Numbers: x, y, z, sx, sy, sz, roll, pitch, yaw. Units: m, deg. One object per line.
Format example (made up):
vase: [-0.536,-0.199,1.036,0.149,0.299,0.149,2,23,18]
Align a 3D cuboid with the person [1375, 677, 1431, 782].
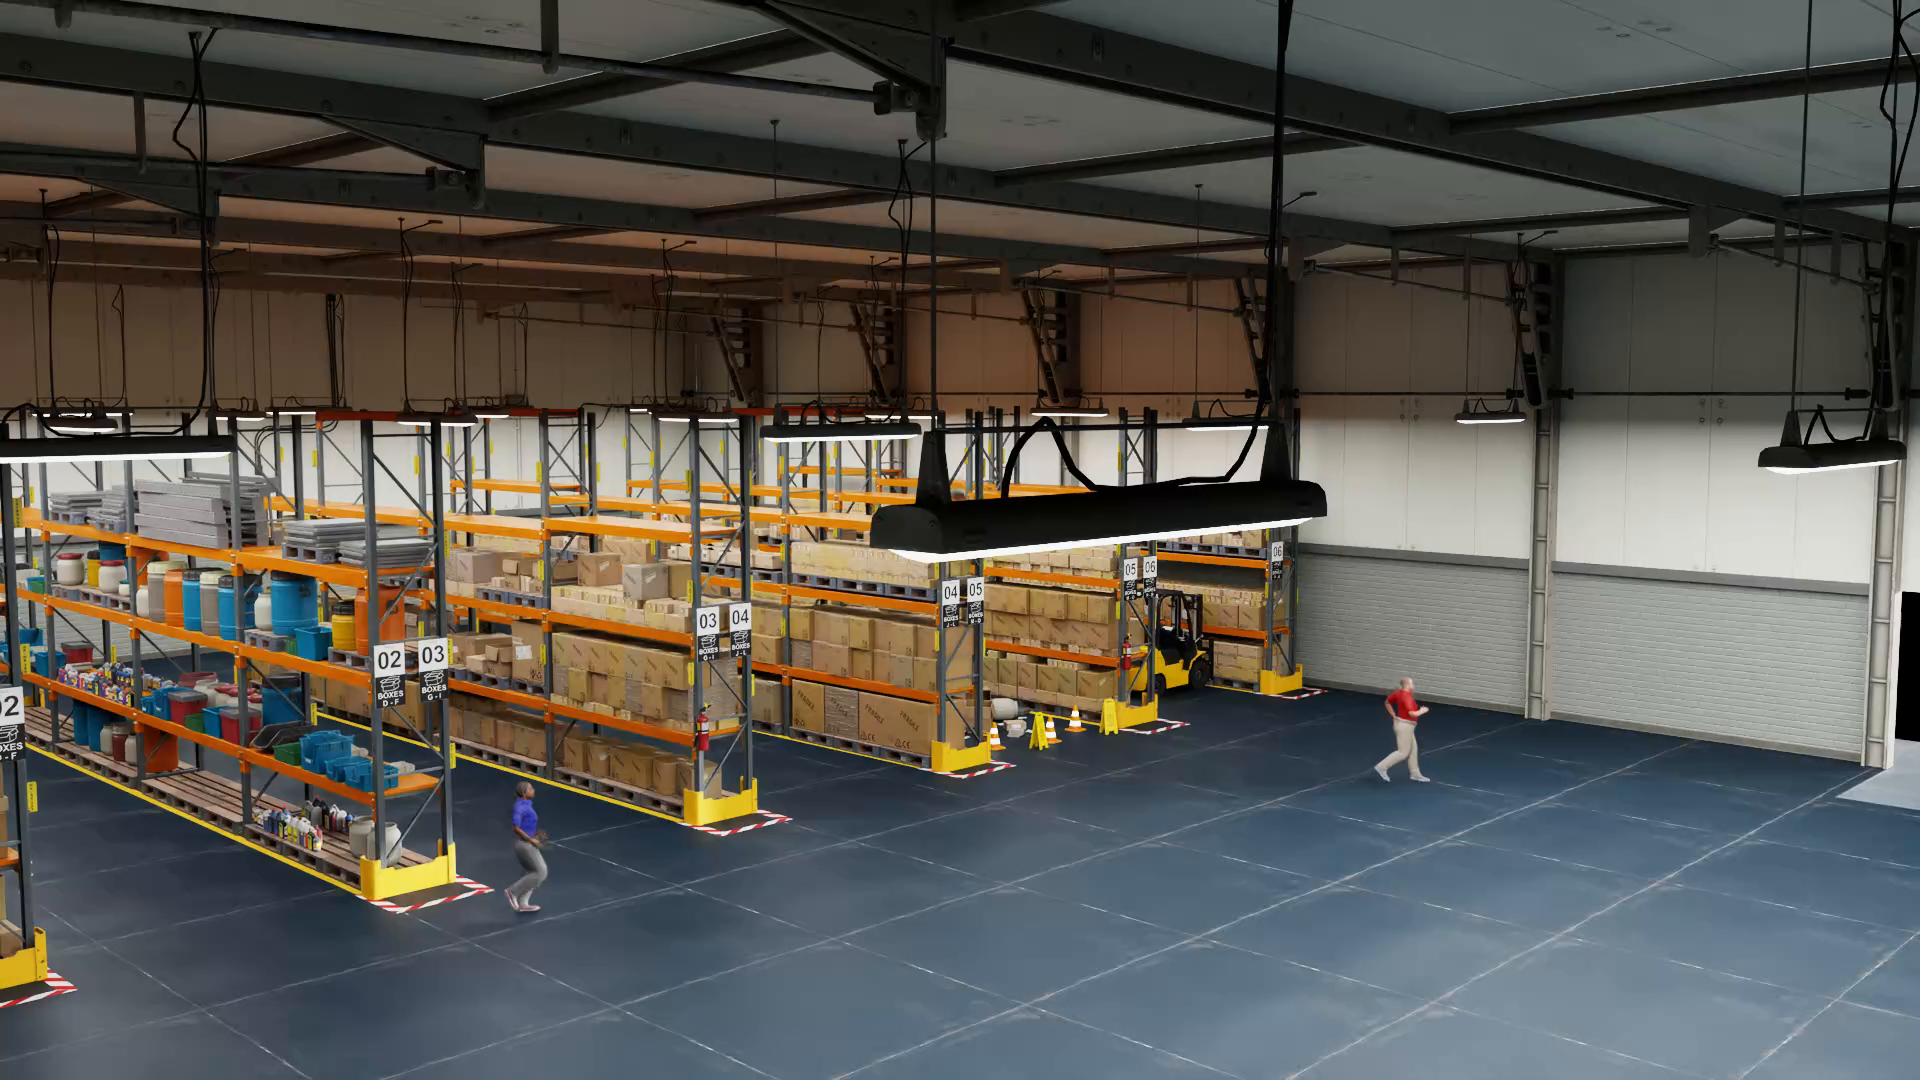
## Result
person: [7.167,3.069,26.880,0.950,1.722,0.682,0,5,-1]

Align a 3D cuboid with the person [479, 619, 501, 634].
person: [-11.726,1.826,40.975,0.716,1.774,0.991,4,7,40]

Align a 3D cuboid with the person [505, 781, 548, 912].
person: [-5.282,3.740,20.254,0.550,1.589,0.553,-2,5,-20]
